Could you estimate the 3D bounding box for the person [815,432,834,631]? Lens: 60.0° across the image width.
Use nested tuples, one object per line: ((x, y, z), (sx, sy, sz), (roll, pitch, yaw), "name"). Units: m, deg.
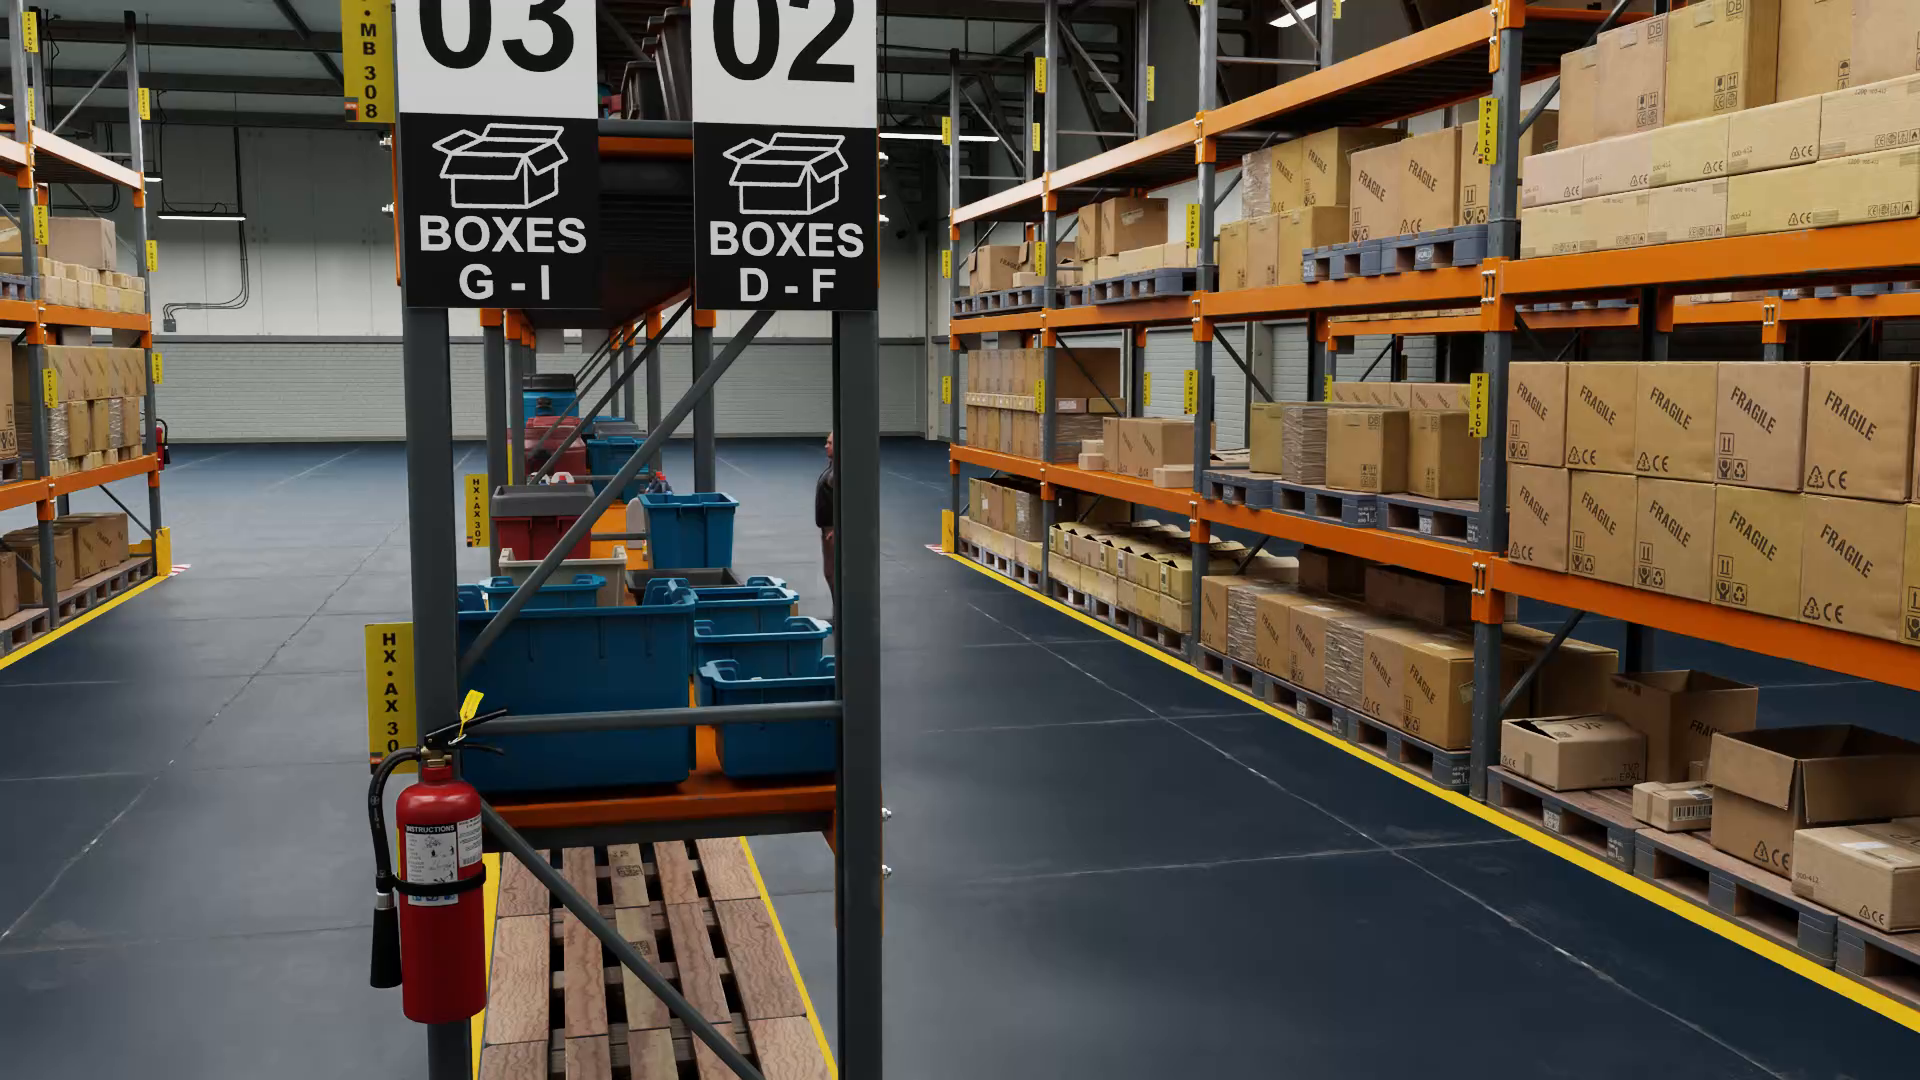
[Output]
((-1.072, -0.087, 14.405), (0.358, 1.716, 0.531), (-1, 6, -12), "person")
